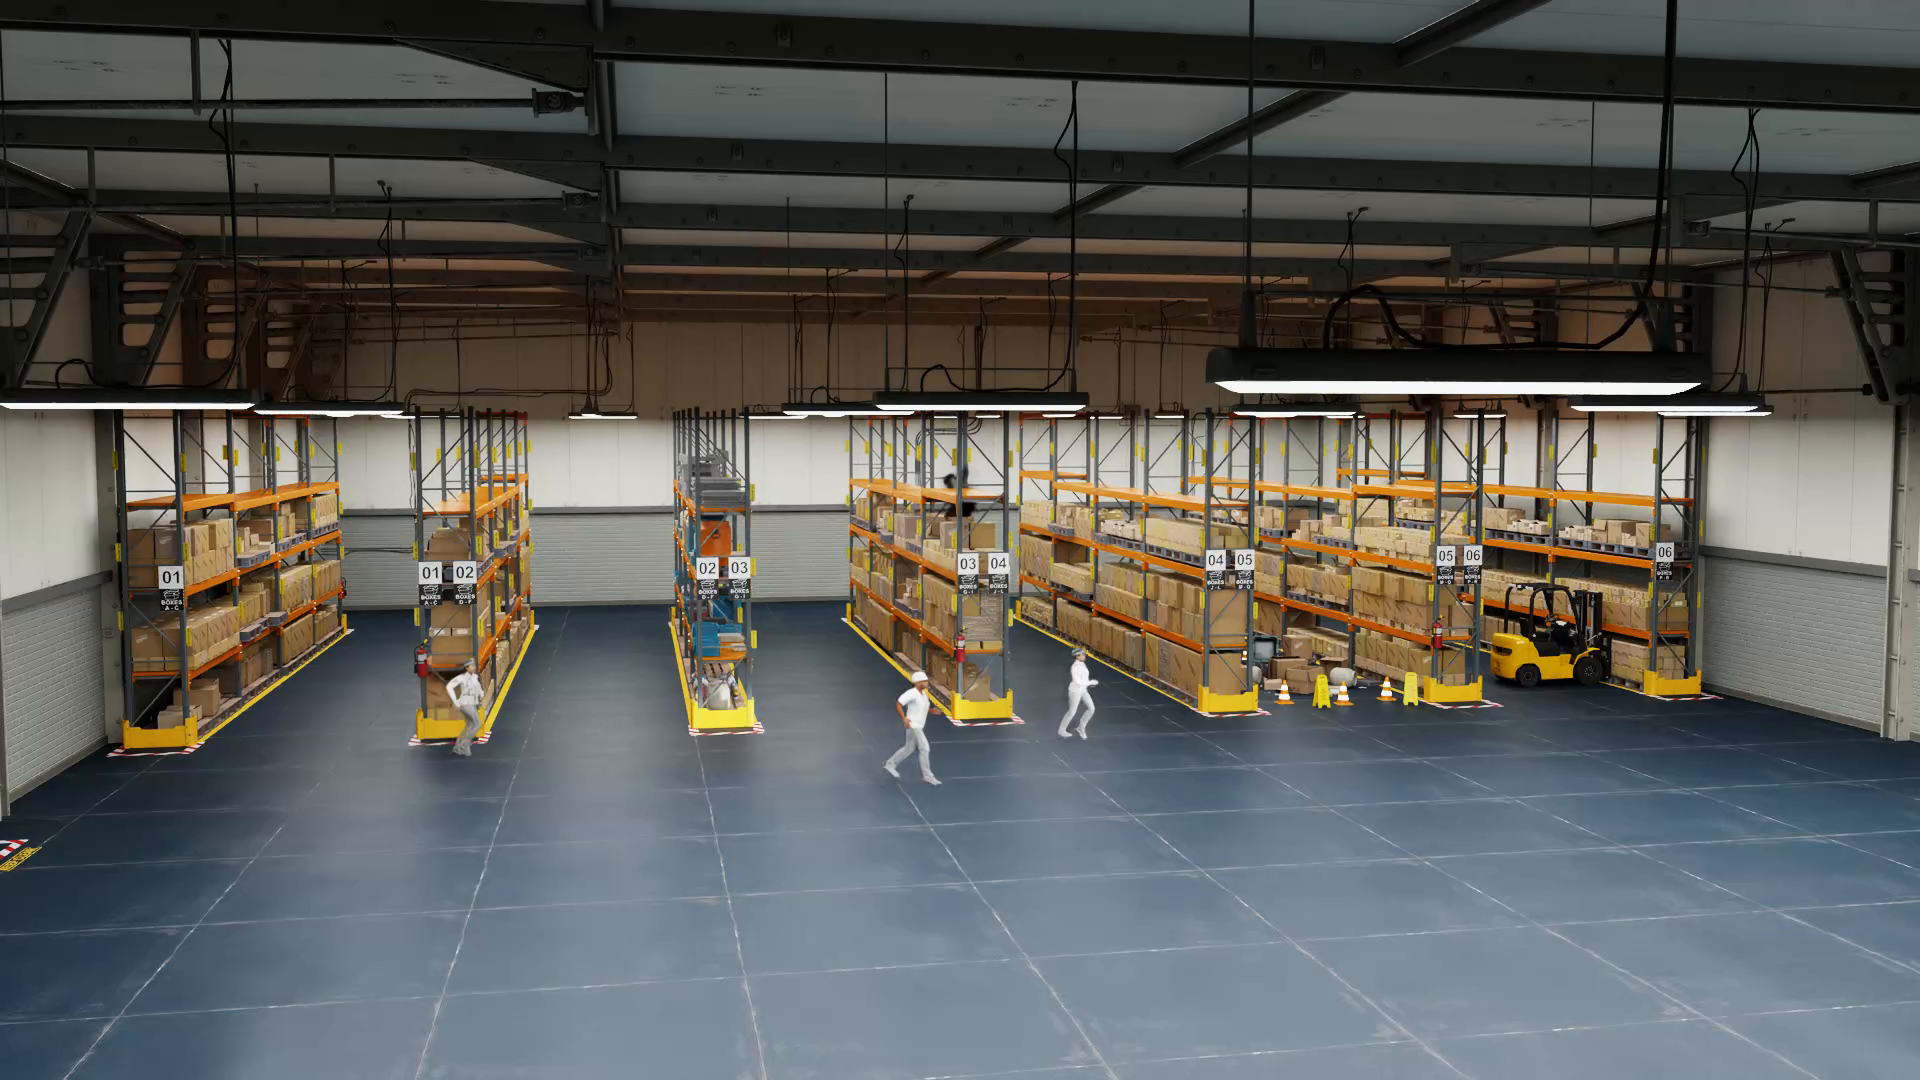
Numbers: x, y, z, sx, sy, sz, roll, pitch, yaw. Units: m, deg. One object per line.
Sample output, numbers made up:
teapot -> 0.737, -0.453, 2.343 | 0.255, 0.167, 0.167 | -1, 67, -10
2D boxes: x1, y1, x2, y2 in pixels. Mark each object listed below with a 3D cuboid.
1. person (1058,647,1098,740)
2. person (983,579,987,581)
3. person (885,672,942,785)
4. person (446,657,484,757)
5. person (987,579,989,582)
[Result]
person -> 2.135, 2.758, 29.885 | 0.782, 1.711, 0.573 | 2, 5, 28
person -> 0.423, 1.511, 48.278 | 0.767, 1.655, 0.587 | 2, 4, 22
person -> -0.743, 2.965, 26.323 | 0.970, 1.775, 0.643 | 1, 4, 11
person -> -8.418, 2.856, 28.570 | 0.587, 1.677, 0.606 | 1, 4, 15
person -> 0.763, 1.400, 48.865 | 0.751, 1.747, 0.767 | -4, 6, -43
